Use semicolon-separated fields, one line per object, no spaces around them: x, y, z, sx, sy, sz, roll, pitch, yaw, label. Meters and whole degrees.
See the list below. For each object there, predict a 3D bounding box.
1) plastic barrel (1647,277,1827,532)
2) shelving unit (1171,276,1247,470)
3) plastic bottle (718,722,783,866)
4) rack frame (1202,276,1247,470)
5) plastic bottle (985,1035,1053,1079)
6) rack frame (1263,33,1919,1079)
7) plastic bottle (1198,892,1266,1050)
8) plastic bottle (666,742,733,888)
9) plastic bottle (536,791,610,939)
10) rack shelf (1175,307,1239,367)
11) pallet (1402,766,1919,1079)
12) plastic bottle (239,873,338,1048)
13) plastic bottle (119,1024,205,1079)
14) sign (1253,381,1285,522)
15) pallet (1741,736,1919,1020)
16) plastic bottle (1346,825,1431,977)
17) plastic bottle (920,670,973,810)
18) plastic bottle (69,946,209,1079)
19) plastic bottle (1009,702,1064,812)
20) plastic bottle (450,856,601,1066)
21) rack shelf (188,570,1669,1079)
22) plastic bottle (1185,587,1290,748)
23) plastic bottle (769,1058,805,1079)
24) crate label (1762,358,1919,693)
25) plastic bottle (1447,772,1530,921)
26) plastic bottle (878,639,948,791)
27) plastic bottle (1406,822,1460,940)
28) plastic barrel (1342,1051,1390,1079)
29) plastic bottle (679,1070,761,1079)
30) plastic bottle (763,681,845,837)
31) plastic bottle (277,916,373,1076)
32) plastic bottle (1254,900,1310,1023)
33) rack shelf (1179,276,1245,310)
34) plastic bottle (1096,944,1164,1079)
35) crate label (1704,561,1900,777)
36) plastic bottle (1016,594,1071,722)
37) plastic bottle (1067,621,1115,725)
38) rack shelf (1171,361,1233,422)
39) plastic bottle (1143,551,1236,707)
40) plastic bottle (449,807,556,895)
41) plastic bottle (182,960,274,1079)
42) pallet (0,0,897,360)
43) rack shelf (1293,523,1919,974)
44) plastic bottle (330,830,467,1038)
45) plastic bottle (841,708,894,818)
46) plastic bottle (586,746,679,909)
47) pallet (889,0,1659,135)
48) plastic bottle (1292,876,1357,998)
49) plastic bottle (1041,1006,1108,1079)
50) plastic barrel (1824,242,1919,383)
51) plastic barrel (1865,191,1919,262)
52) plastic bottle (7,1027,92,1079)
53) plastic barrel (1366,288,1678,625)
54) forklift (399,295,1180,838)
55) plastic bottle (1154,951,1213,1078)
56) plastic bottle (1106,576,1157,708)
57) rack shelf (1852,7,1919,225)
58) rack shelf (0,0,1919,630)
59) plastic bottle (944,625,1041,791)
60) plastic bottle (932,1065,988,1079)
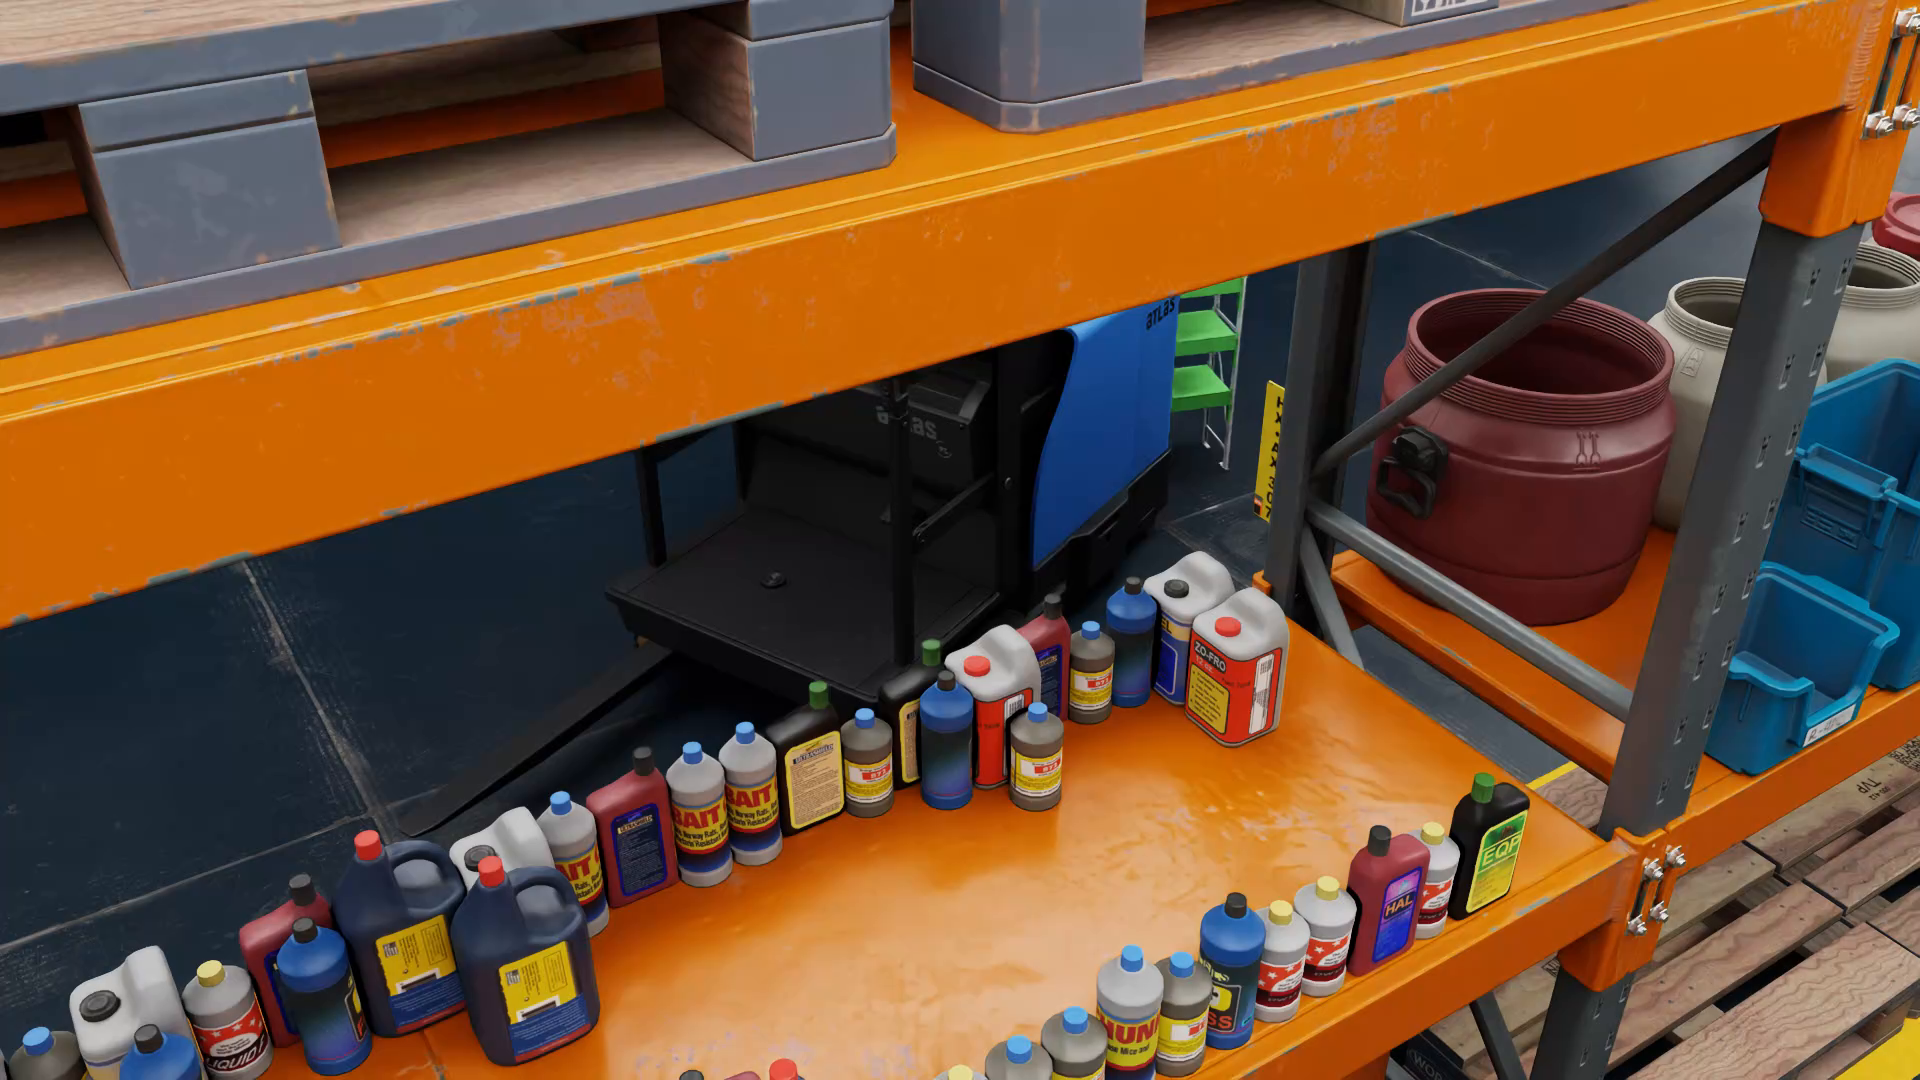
1.732;-0.304;3.816;0.421;0.512;0.421;0;32;0;plastic barrel
0.805;-0.817;6.421;0.503;1.200;0.258;-8;33;-13;shelving unit
-0.363;0.431;2.876;0.097;0.271;0.097;0;32;0;plastic bottle
1.040;-0.851;6.474;0.015;1.200;0.240;-8;33;-13;rack frame
0.083;0.789;2.374;0.097;0.201;0.097;0;32;0;plastic bottle
0.983;0.136;3.223;0.127;3.000;1.000;-19;37;-27;rack frame
0.410;0.647;2.534;0.097;0.271;0.097;0;32;0;plastic bottle
-0.445;0.459;2.832;0.097;0.271;0.097;0;32;0;plastic bottle
-0.639;0.526;2.726;0.097;0.271;0.097;0;32;0;plastic bottle
0.805;-0.763;6.455;0.480;0.148;0.258;-8;33;-13;rack shelf
1.655;1.109;4.294;1.213;0.211;1.003;-19;37;-27;pallet
-1.014;0.638;2.536;0.133;0.283;0.061;-19;37;-27;plastic bottle
-1.101;0.781;2.321;0.097;0.271;0.097;0;32;0;plastic bottle
0.679;-0.178;3.567;0.005;0.325;0.100;-19;37;-27;sign
2.680;0.758;4.850;1.213;0.211;1.003;-19;37;-27;pallet
0.680;0.560;2.660;0.133;0.283;0.061;-19;37;-27;plastic bottle
-0.024;0.353;3.000;0.097;0.271;0.097;0;32;0;plastic bottle
-1.184;0.728;2.400;0.135;0.276;0.152;-19;37;-27;plastic bottle
0.139;0.384;3.015;0.097;0.201;0.097;0;32;0;plastic bottle
-0.662;0.612;2.515;0.185;0.351;0.144;-19;37;-27;plastic bottle
-0.698;1.018;2.498;4.000;0.370;1.077;-19;37;-27;rack shelf
0.527;0.237;3.179;0.135;0.276;0.152;-19;37;-27;plastic bottle
-0.243;0.823;2.180;0.185;0.351;0.144;-19;37;-27;plastic bottle
1.965;-0.045;3.477;0.616;0.435;0.502;-19;37;-27;crate label
0.874;0.494;2.766;0.133;0.283;0.061;-19;37;-27;plastic bottle
-0.082;0.317;3.045;0.133;0.283;0.061;-19;37;-27;plastic bottle
0.767;0.553;2.747;0.097;0.201;0.097;0;32;0;plastic bottle
0.581;1.025;3.454;0.708;0.830;0.600;-19;37;-27;plastic barrel
-0.320;0.813;2.260;0.133;0.283;0.061;-19;37;-27;plastic bottle
-0.276;0.384;2.939;0.133;0.283;0.061;-19;37;-27;plastic bottle
-0.956;0.673;2.492;0.097;0.271;0.097;0;32;0;plastic bottle
0.492;0.648;2.597;0.097;0.201;0.097;0;32;0;plastic bottle
0.805;-0.966;6.327;0.480;0.148;0.258;-8;33;-13;rack shelf
0.246;0.703;2.445;0.097;0.271;0.097;0;32;0;plastic bottle
1.540;0.253;3.194;0.416;0.233;0.303;-19;37;-27;crate label
0.143;0.240;3.167;0.133;0.283;0.061;-19;37;-27;plastic bottle
0.250;0.249;3.229;0.097;0.201;0.097;0;32;0;plastic bottle
0.805;-0.560;6.583;0.480;0.148;0.258;-8;33;-13;rack shelf
0.444;0.169;3.288;0.135;0.276;0.152;-19;37;-27;plastic bottle
-0.721;0.569;2.652;0.135;0.276;0.152;-19;37;-27;plastic bottle
-1.101;0.714;2.492;0.097;0.201;0.097;0;32;0;plastic bottle
-0.821;-0.496;1.591;1.213;0.211;1.003;-19;37;-27;pallet
2.664;-0.138;4.331;4.000;0.370;1.077;-19;37;-27;rack shelf
-0.858;0.582;2.562;0.185;0.351;0.144;-19;37;-27;plastic bottle
-0.169;0.394;3.001;0.097;0.201;0.097;0;32;0;plastic bottle
-0.552;0.479;2.789;0.133;0.283;0.061;-19;37;-27;plastic bottle
0.287;-0.876;2.192;1.213;0.211;1.003;-19;37;-27;pallet
0.573;0.620;2.642;0.097;0.201;0.097;0;32;0;plastic bottle
0.164;0.761;2.419;0.097;0.201;0.097;0;32;0;plastic bottle
2.086;-0.426;4.009;0.421;0.512;0.421;0;32;0;plastic barrel
2.442;-0.562;4.203;0.433;0.535;0.433;0;32;0;plastic barrel
-1.296;0.781;2.386;0.097;0.201;0.097;0;32;0;plastic bottle
1.209;-0.192;3.615;0.708;0.536;0.600;-19;37;-27;plastic barrel
-0.434;-0.832;4.822;1.130;2.935;3.031;19;37;28;forklift
0.328;0.704;2.508;0.097;0.201;0.097;0;32;0;plastic bottle
0.332;0.192;3.255;0.097;0.271;0.097;0;32;0;plastic bottle
2.664;-1.407;3.531;4.000;0.370;1.077;-19;37;-27;rack shelf
-0.698;-0.250;1.698;4.000;0.370;1.077;-19;37;-27;rack shelf
0.055;0.302;3.076;0.135;0.276;0.152;-19;37;-27;plastic bottle
0.001;0.817;2.329;0.097;0.201;0.097;0;32;0;plastic bottle
